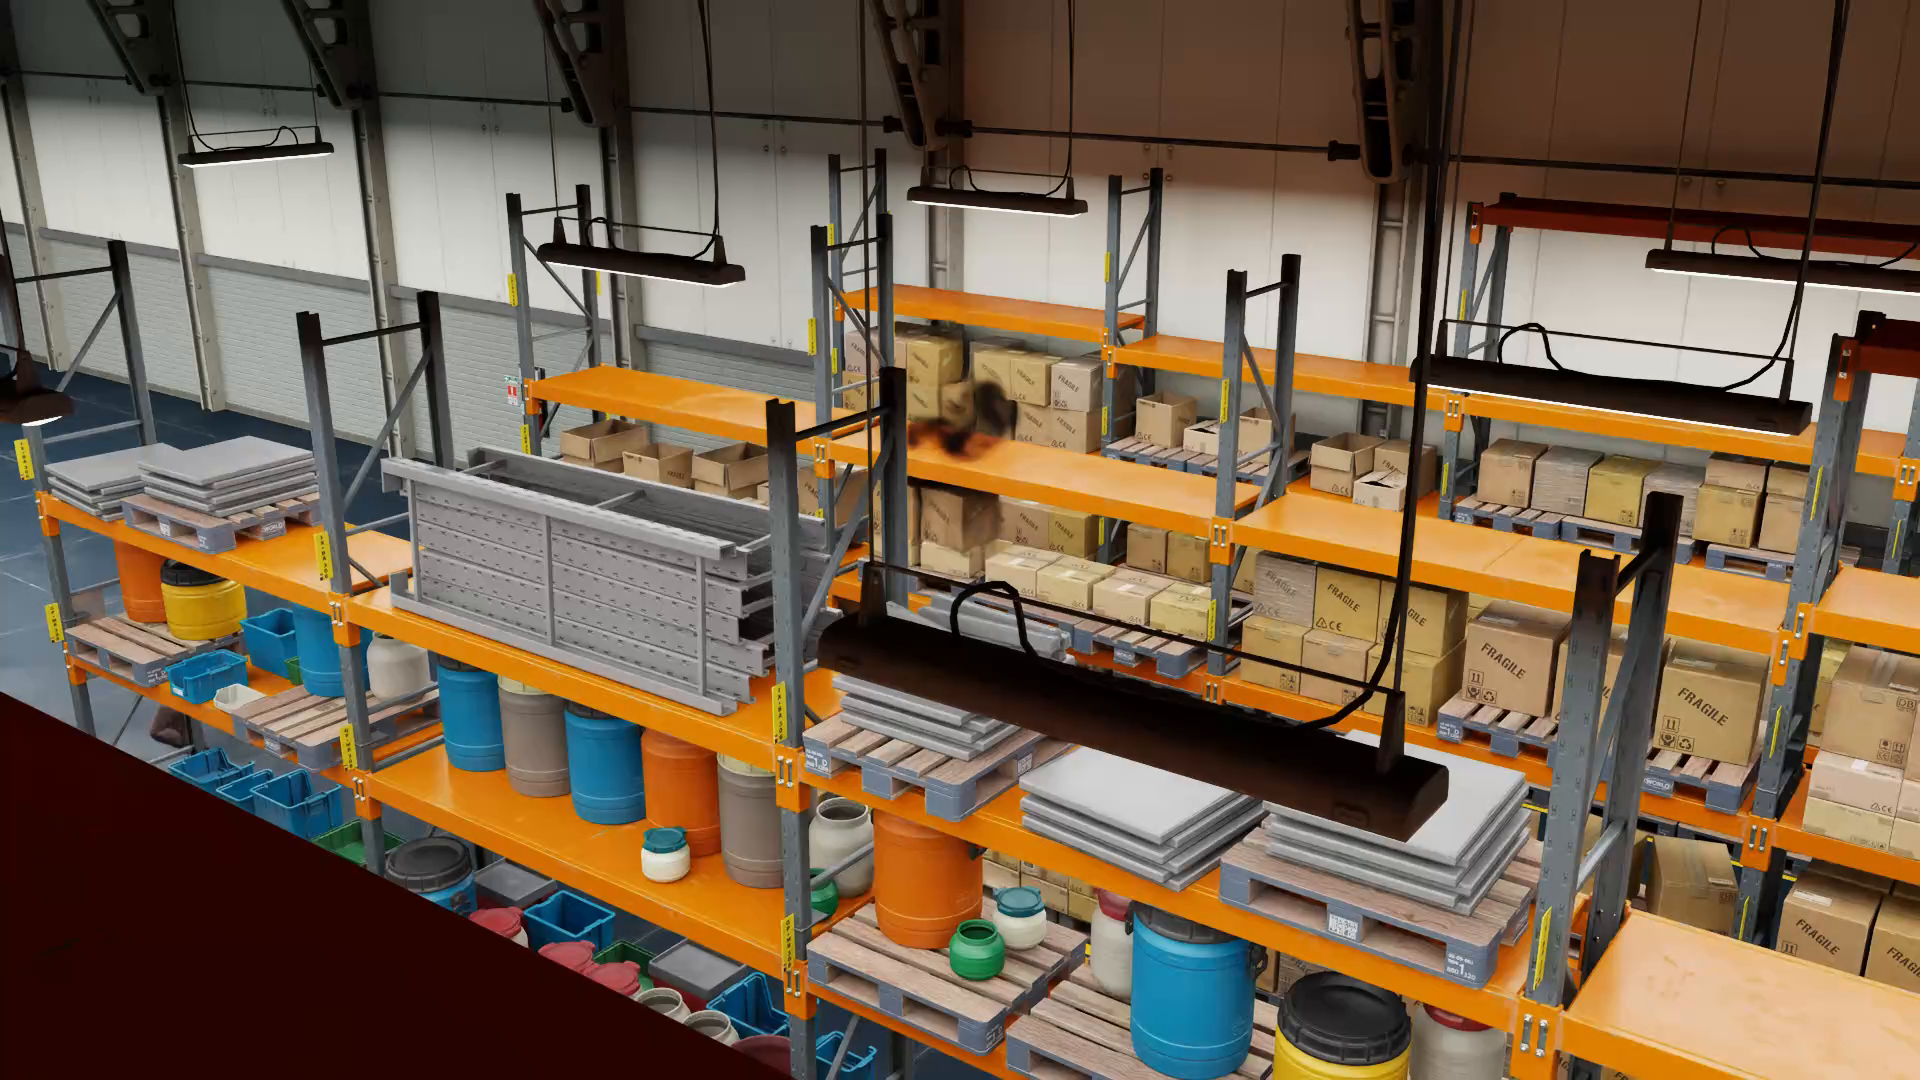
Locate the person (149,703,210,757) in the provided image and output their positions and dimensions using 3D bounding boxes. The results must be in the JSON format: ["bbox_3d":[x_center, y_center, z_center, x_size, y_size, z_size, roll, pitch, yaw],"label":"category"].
[{"bbox_3d":[-8.297,1.644,17.517,0.624,1.681,0.631,-10,21,-28],"label":"person"}]

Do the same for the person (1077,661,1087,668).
[{"bbox_3d":[0.902,1.578,16.797,0.742,1.790,0.655,10,21,27],"label":"person"}]
